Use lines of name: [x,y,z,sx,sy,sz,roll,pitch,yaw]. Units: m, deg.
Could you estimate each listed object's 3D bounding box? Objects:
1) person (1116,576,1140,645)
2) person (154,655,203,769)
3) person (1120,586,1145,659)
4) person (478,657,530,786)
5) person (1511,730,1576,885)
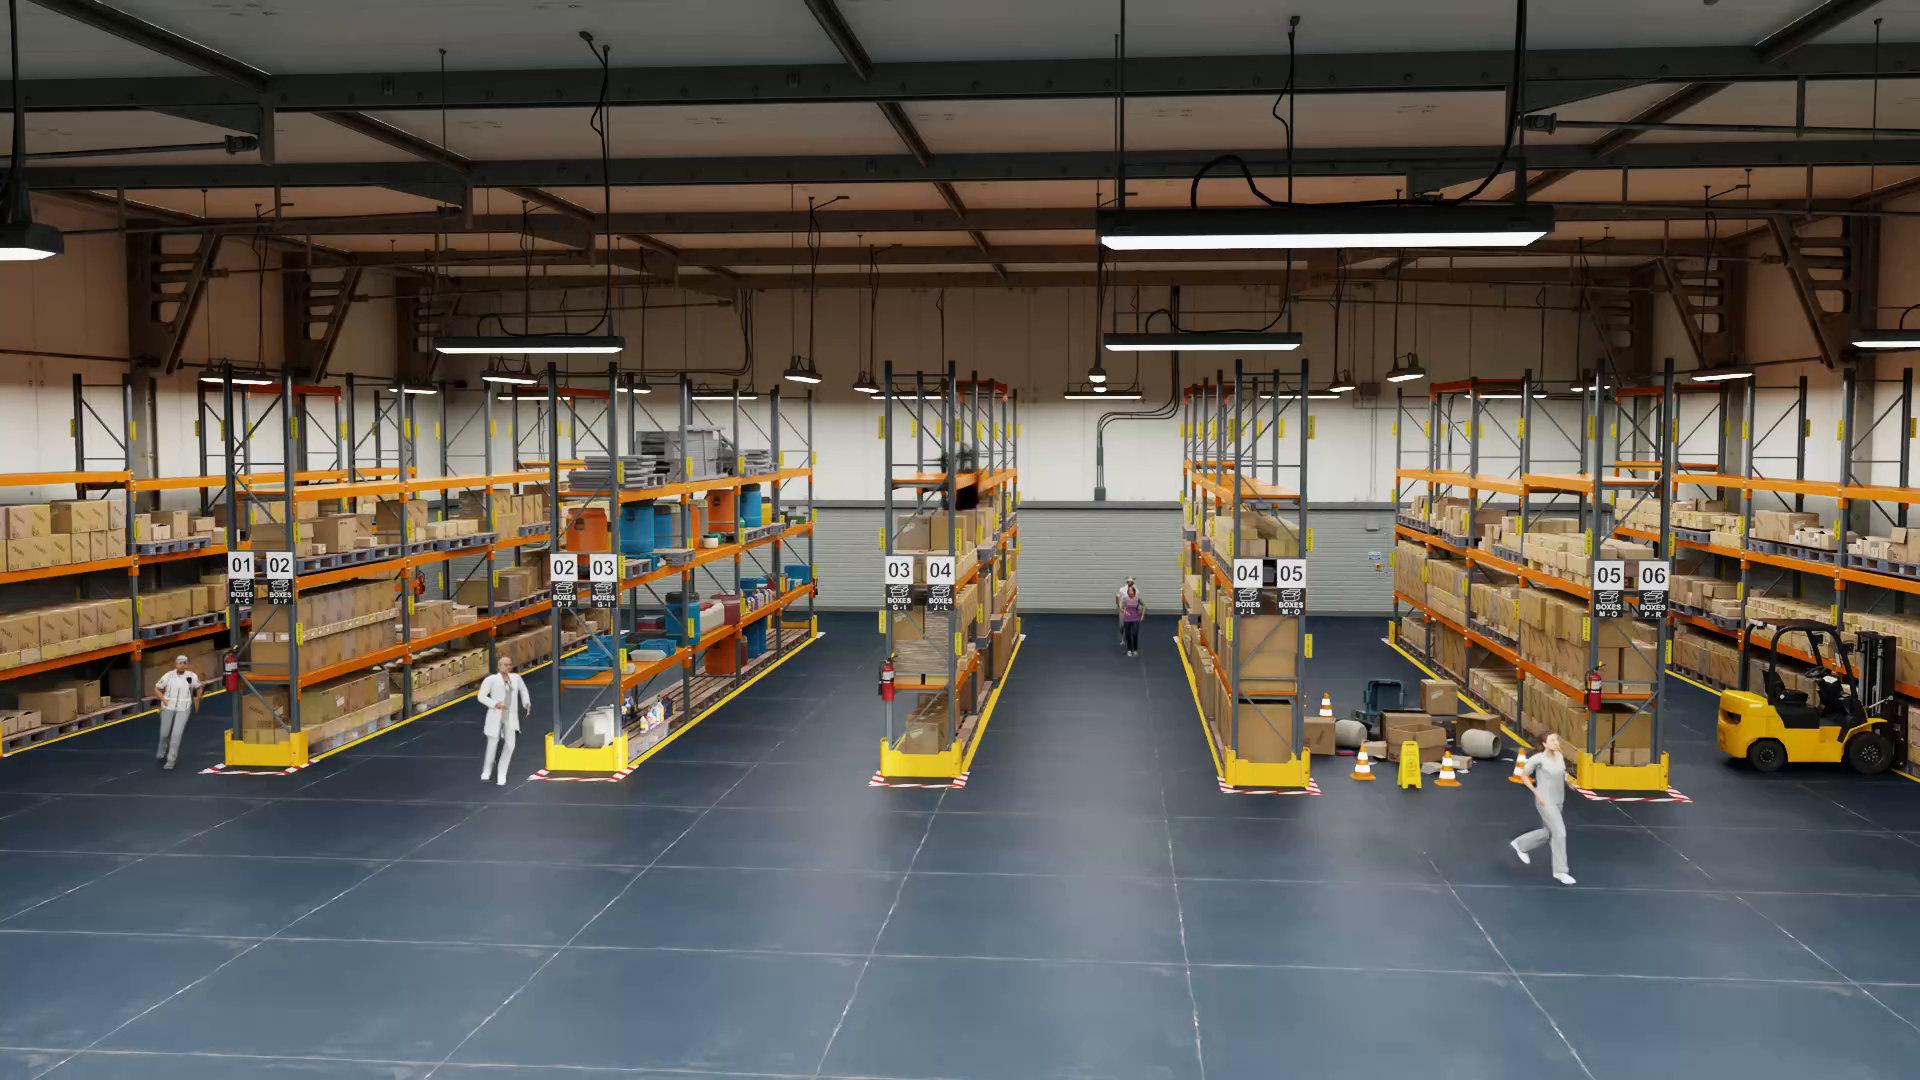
person: [3.927,1.637,38.839,0.582,1.628,0.548,0,4,2]
person: [-11.715,2.545,24.911,0.684,1.632,0.910,-2,4,-22]
person: [3.793,1.808,36.574,0.556,1.604,0.657,1,4,8]
person: [-6.487,2.573,23.706,0.765,1.812,0.685,-2,4,-30]
person: [6.577,2.950,18.655,0.561,1.673,0.851,-2,4,-32]
